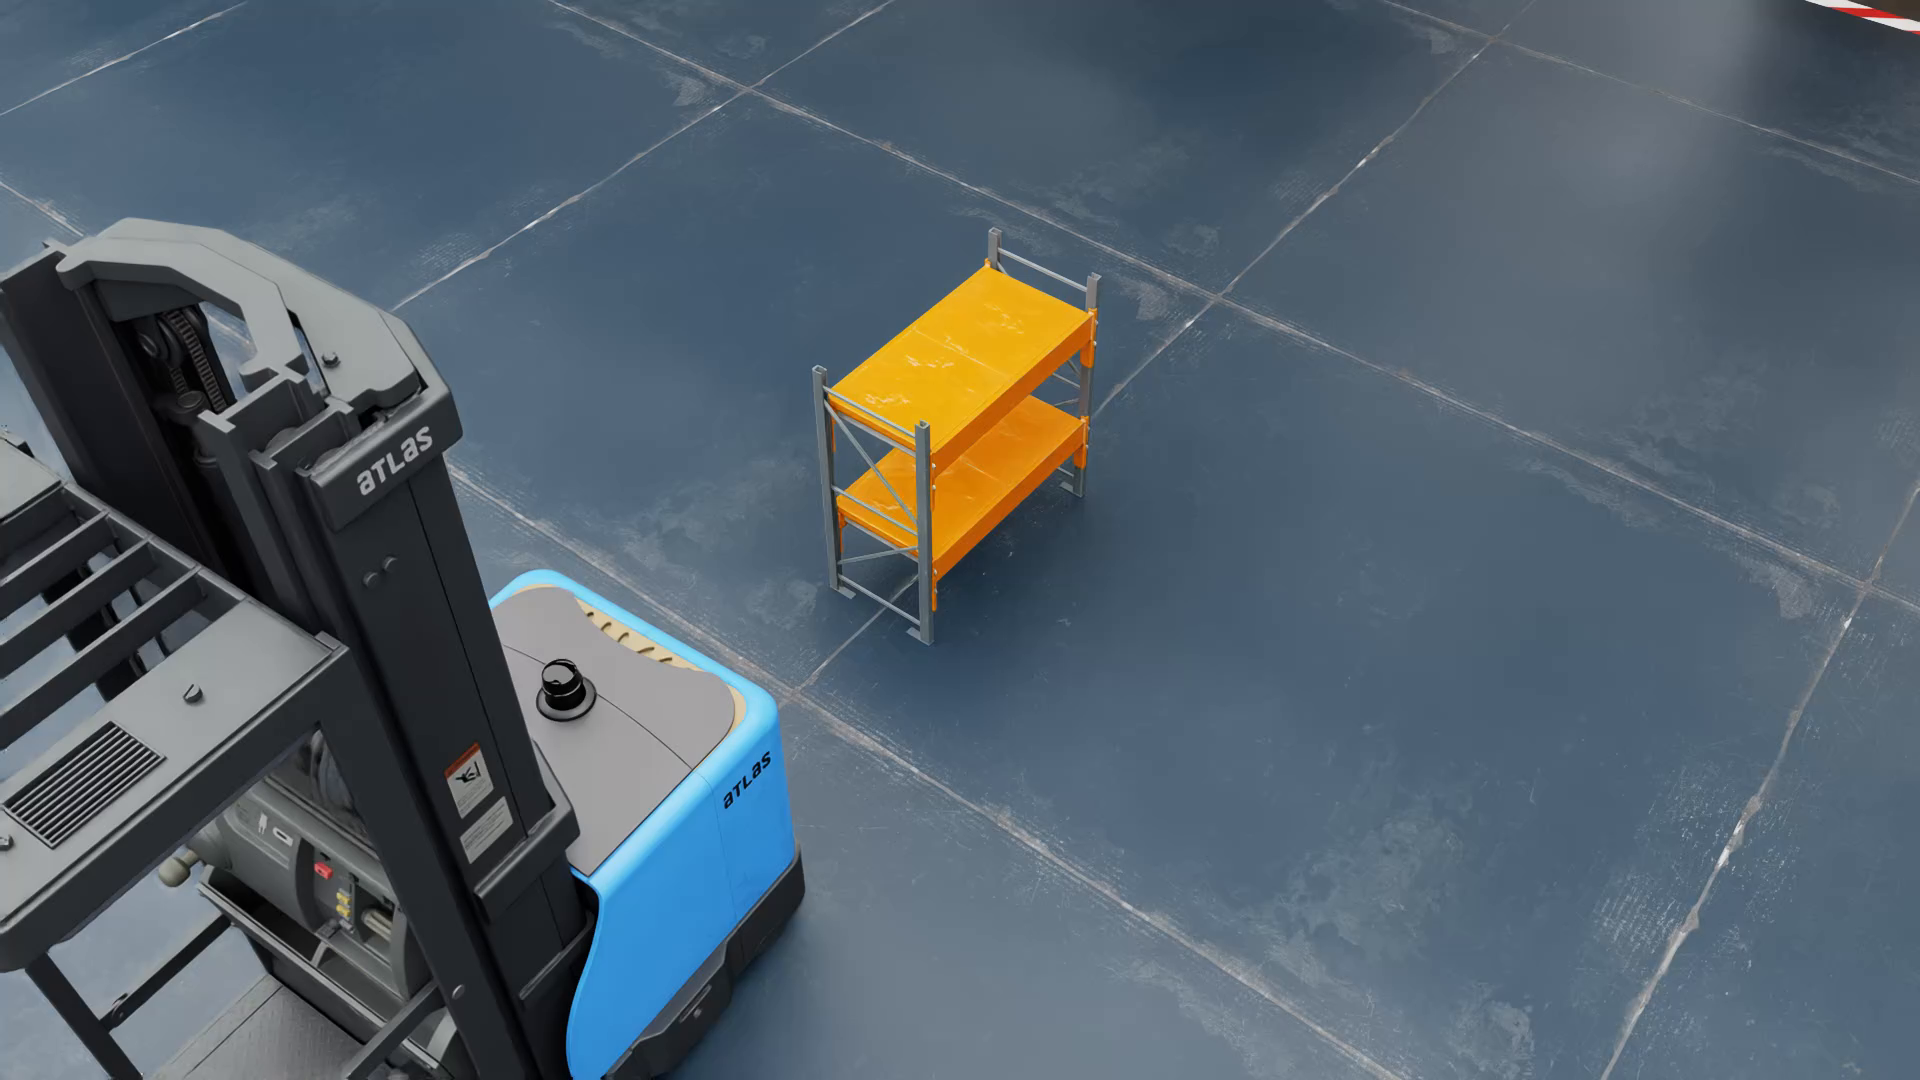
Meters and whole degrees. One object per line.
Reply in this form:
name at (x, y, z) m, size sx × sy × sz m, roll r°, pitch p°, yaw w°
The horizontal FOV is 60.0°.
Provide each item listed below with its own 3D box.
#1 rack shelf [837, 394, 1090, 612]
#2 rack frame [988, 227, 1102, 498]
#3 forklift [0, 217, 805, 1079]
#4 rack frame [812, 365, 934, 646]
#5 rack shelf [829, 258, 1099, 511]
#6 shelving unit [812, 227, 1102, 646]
rack shelf at (0.004, -0.224, 6.524) m, size 0.538 × 0.278 × 1.000 m, roll 29°, pitch 53°, yaw 25°
rack frame at (0.315, -0.683, 6.625) m, size 0.500 × 1.125 × 0.032 m, roll 29°, pitch 53°, yaw 25°
forklift at (-1.763, 0.873, 3.889) m, size 1.130 × 2.935 × 3.031 m, roll 26°, pitch 52°, yaw 23°
rack frame at (-0.307, -0.102, 6.069) m, size 0.500 × 1.125 × 0.032 m, roll 29°, pitch 53°, yaw 25°
rack shelf at (0.004, -0.595, 6.135) m, size 0.538 × 0.278 × 1.000 m, roll 29°, pitch 53°, yaw 25°
shelving unit at (0.004, -0.392, 6.347) m, size 0.538 × 1.125 × 1.048 m, roll 29°, pitch 53°, yaw 25°
